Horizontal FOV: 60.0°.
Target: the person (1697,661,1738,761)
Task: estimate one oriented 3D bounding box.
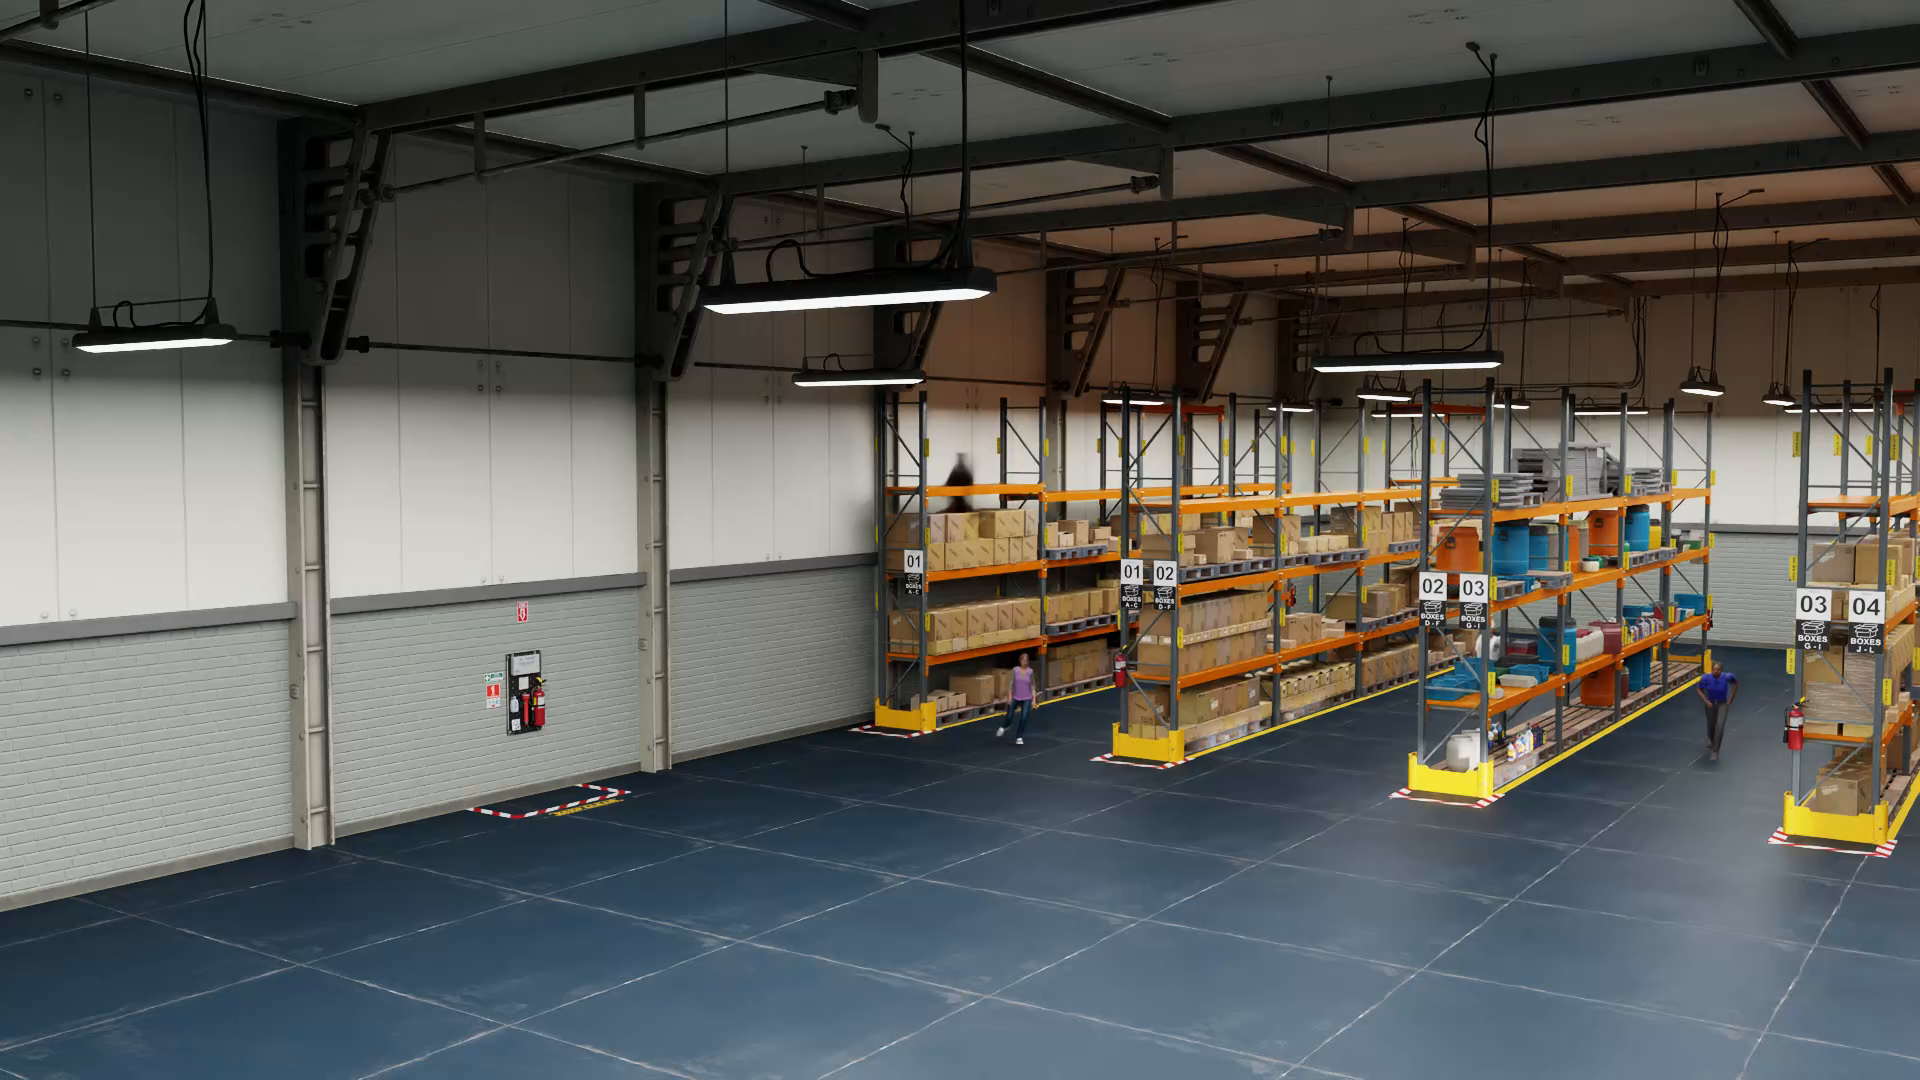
[{"bbox_3d":[12.279,2.742,26.998,0.613,1.602,0.930,1,3,18],"label":"person"}]

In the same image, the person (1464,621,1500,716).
[{"bbox_3d":[9.762,2.365,30.812,0.939,1.762,0.723,-2,4,-29],"label":"person"}]

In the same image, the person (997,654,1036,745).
[{"bbox_3d":[0.953,2.664,28.058,0.671,1.535,0.502,0,3,1],"label":"person"}]
